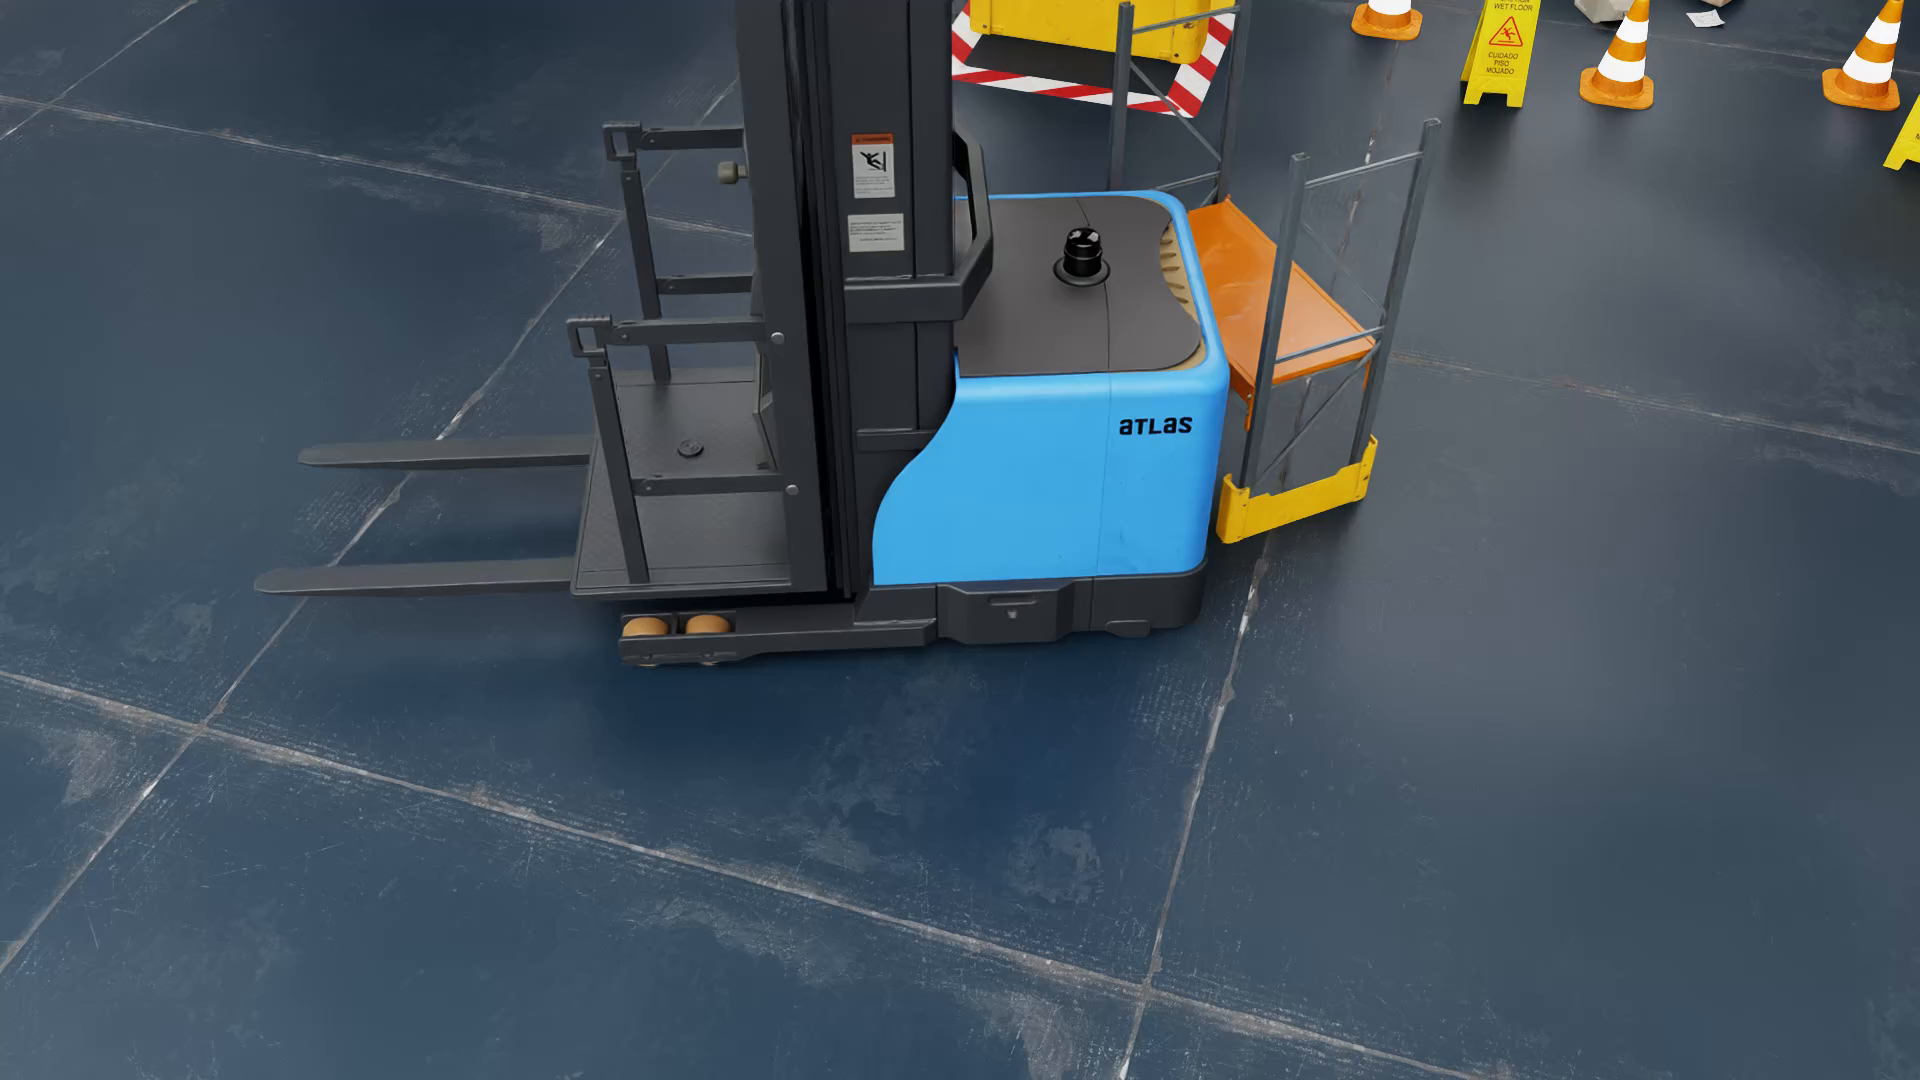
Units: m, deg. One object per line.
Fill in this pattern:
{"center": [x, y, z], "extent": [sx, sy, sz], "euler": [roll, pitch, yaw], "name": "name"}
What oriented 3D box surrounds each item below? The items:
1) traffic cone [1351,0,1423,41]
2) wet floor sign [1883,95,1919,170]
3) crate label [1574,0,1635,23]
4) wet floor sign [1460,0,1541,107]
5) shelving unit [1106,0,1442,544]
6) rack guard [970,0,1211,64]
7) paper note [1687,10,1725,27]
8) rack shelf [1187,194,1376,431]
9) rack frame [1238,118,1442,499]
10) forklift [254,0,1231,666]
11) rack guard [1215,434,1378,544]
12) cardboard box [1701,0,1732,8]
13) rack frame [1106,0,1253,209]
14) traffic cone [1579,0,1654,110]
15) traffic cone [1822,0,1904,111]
{"center": [2.163, -2.786, 8.266], "extent": [0.336, 0.463, 0.334], "euler": [13, 46, 13], "name": "traffic cone"}
{"center": [4.320, -1.916, 7.247], "extent": [0.267, 0.644, 0.232], "euler": [28, 51, 26], "name": "wet floor sign"}
{"center": [3.316, -2.740, 8.452], "extent": [0.250, 0.136, 0.298], "euler": [-9, 45, -9], "name": "crate label"}
{"center": [2.527, -2.359, 7.699], "extent": [0.267, 0.644, 0.232], "euler": [5, 45, 5], "name": "wet floor sign"}
{"center": [0.956, -0.947, 5.645], "extent": [0.587, 1.500, 1.083], "euler": [-18, 47, -17], "name": "shelving unit"}
{"center": [0.641, -2.730, 8.182], "extent": [1.175, 0.500, 0.348], "euler": [13, 46, 13], "name": "rack guard"}
{"center": [3.786, -2.648, 8.435], "extent": [0.148, 0.019, 0.142], "euler": [-2, 44, -2], "name": "paper note"}
{"center": [0.960, -0.813, 5.765], "extent": [0.538, 0.185, 1.000], "euler": [-18, 47, -17], "name": "rack shelf"}
{"center": [1.173, -0.618, 5.310], "extent": [0.500, 1.500, 0.032], "euler": [-18, 47, -17], "name": "rack frame"}
{"center": [-0.748, -1.024, 4.701], "extent": [3.031, 2.935, 1.130], "euler": [-2, 44, -2], "name": "forklift"}
{"center": [1.165, -0.184, 5.759], "extent": [0.587, 0.250, 0.087], "euler": [-18, 47, -17], "name": "rack guard"}
{"center": [3.868, -2.940, 8.648], "extent": [0.250, 0.149, 0.380], "euler": [-33, 53, -29], "name": "cardboard box"}
{"center": [0.747, -1.264, 5.969], "extent": [0.500, 1.500, 0.032], "euler": [-18, 47, -17], "name": "rack frame"}
{"center": [3.137, -2.320, 7.790], "extent": [0.336, 0.463, 0.334], "euler": [13, 46, 13], "name": "traffic cone"}
{"center": [4.298, -2.311, 7.781], "extent": [0.336, 0.463, 0.334], "euler": [13, 46, 13], "name": "traffic cone"}
